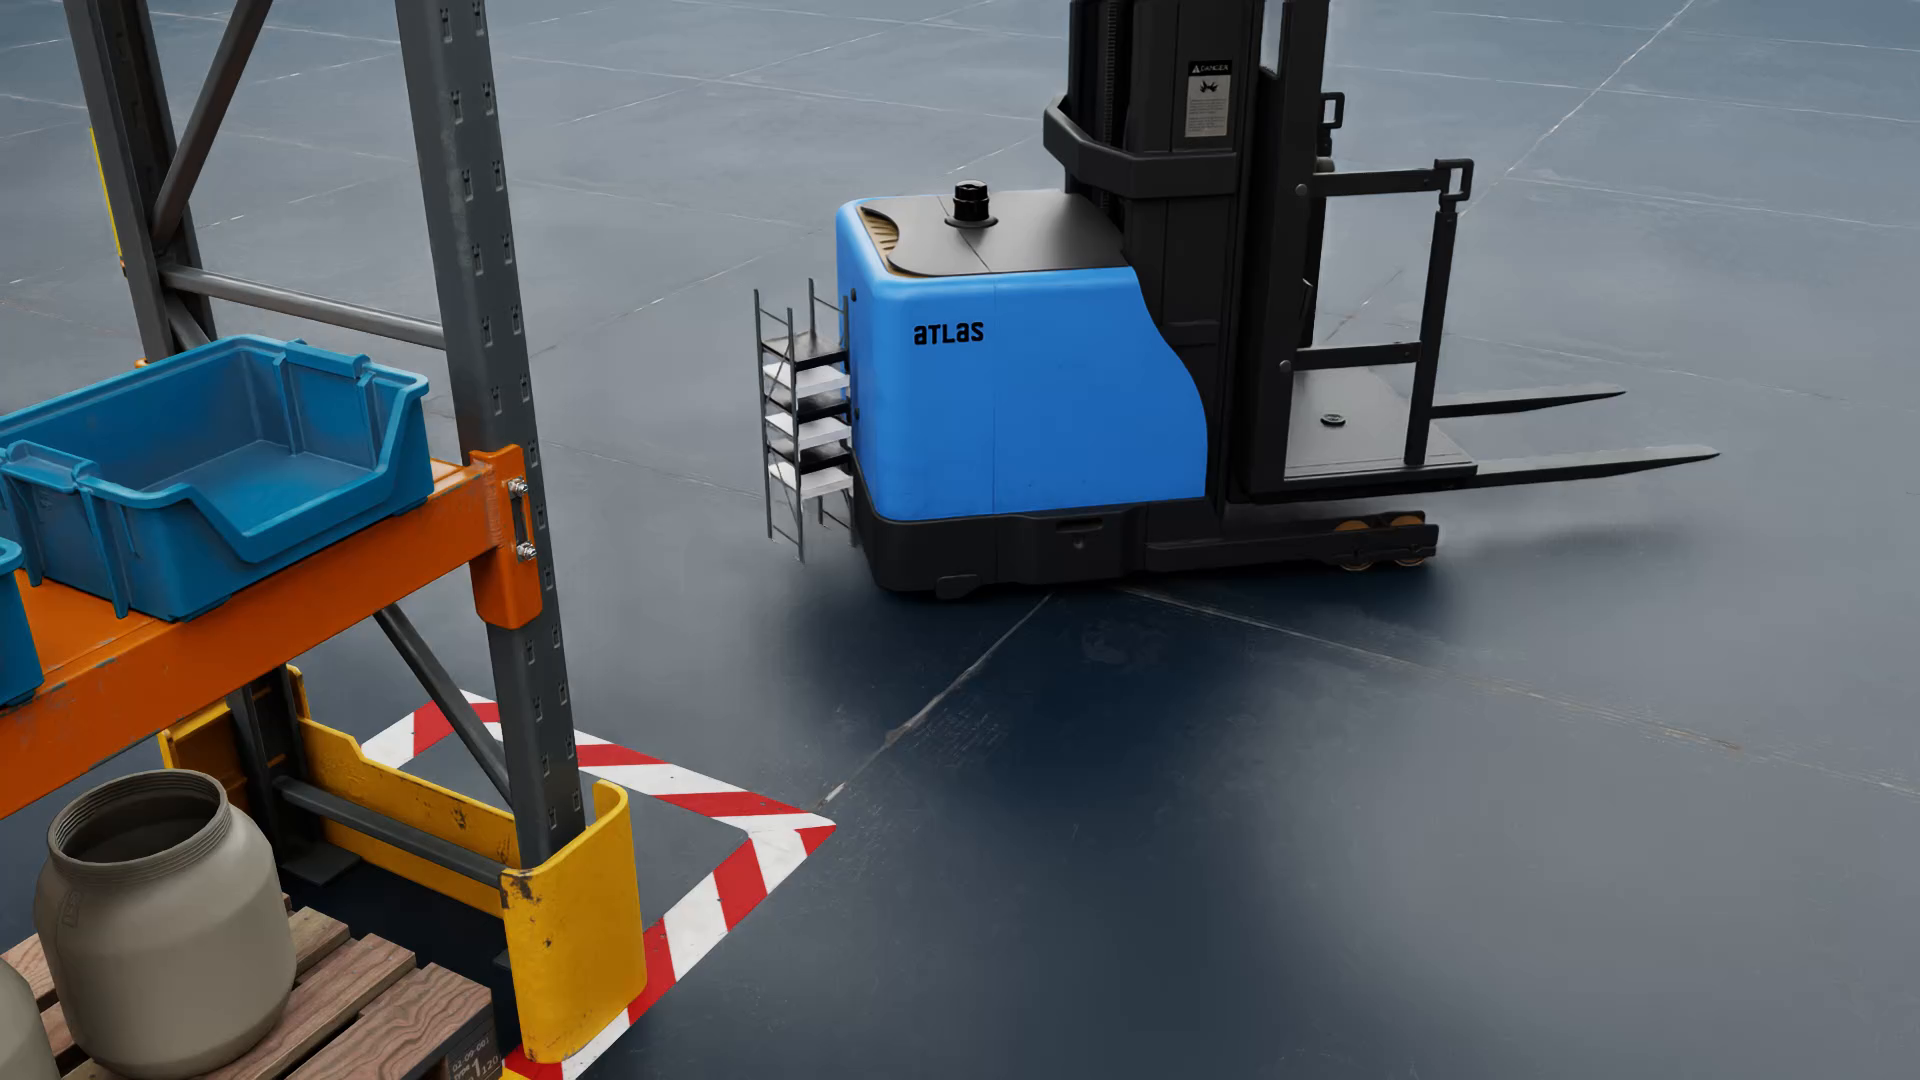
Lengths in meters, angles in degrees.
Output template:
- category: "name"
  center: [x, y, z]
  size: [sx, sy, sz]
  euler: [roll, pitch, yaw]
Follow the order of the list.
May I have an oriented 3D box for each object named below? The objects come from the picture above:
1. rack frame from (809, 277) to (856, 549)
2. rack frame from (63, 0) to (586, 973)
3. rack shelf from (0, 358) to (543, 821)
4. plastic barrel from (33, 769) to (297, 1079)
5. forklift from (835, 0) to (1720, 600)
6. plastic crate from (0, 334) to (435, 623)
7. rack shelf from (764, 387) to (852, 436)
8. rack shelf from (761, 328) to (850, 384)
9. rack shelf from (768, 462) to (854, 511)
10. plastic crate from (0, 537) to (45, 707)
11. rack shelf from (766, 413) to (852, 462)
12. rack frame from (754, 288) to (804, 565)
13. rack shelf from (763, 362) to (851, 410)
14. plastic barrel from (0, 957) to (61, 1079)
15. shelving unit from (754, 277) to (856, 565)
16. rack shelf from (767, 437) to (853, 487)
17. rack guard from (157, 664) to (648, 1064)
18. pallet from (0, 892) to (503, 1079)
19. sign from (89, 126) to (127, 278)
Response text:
- category: "rack frame"
  center: [-0.427, -0.416, 5.575]
  size: [0.006, 0.900, 0.240]
  euler: [-17, 31, -31]
- category: "rack frame"
  center: [-1.279, -0.454, 3.306]
  size: [1.000, 3.000, 0.127]
  euler: [14, 30, 26]
- category: "rack shelf"
  center: [-2.263, 0.647, 1.910]
  size: [1.077, 0.370, 4.000]
  euler: [14, 30, 26]
- category: "plastic barrel"
  center: [-1.536, 0.744, 3.223]
  size: [0.421, 0.512, 0.421]
  euler: [0, 27, 0]
- category: "forklift"
  center: [1.132, -1.433, 5.339]
  size: [3.031, 2.935, 1.130]
  euler: [-5, 27, -10]
- category: "plastic crate"
  center: [-1.265, -0.127, 2.818]
  size: [0.499, 0.251, 0.616]
  euler: [14, 30, 26]
- category: "rack shelf"
  center: [-0.510, -0.441, 5.498]
  size: [0.200, 0.077, 0.258]
  euler: [-17, 31, -31]
- category: "rack shelf"
  center: [-0.510, -0.602, 5.418]
  size: [0.200, 0.077, 0.258]
  euler: [-17, 31, -31]
- category: "rack shelf"
  center: [-0.510, -0.199, 5.619]
  size: [0.200, 0.077, 0.258]
  euler: [-17, 31, -31]
- category: "plastic crate"
  center: [-1.589, 0.125, 2.315]
  size: [0.499, 0.251, 0.408]
  euler: [14, 30, 26]
- category: "rack shelf"
  center: [-0.510, -0.360, 5.539]
  size: [0.200, 0.077, 0.258]
  euler: [-17, 31, -31]
- category: "rack frame"
  center: [-0.594, -0.364, 5.472]
  size: [0.006, 0.900, 0.240]
  euler: [-17, 31, -31]
- category: "rack shelf"
  center: [-0.510, -0.521, 5.458]
  size: [0.200, 0.077, 0.258]
  euler: [-17, 31, -31]
- category: "plastic barrel"
  center: [-1.783, 0.939, 2.833]
  size: [0.421, 0.512, 0.421]
  euler: [0, 27, 0]
- category: "shelving unit"
  center: [-0.510, -0.390, 5.524]
  size: [0.210, 0.900, 0.258]
  euler: [-17, 31, -31]
- category: "rack shelf"
  center: [-0.510, -0.280, 5.579]
  size: [0.200, 0.077, 0.258]
  euler: [-17, 31, -31]
- category: "rack guard"
  center: [-1.276, 0.704, 3.786]
  size: [1.175, 0.500, 0.348]
  euler: [14, 30, 26]
- category: "pallet"
  center: [-1.680, 1.148, 3.220]
  size: [1.003, 0.211, 1.213]
  euler: [14, 30, 26]
- category: "sign"
  center: [-1.756, -0.701, 3.489]
  size: [0.100, 0.325, 0.005]
  euler: [14, 30, 26]
